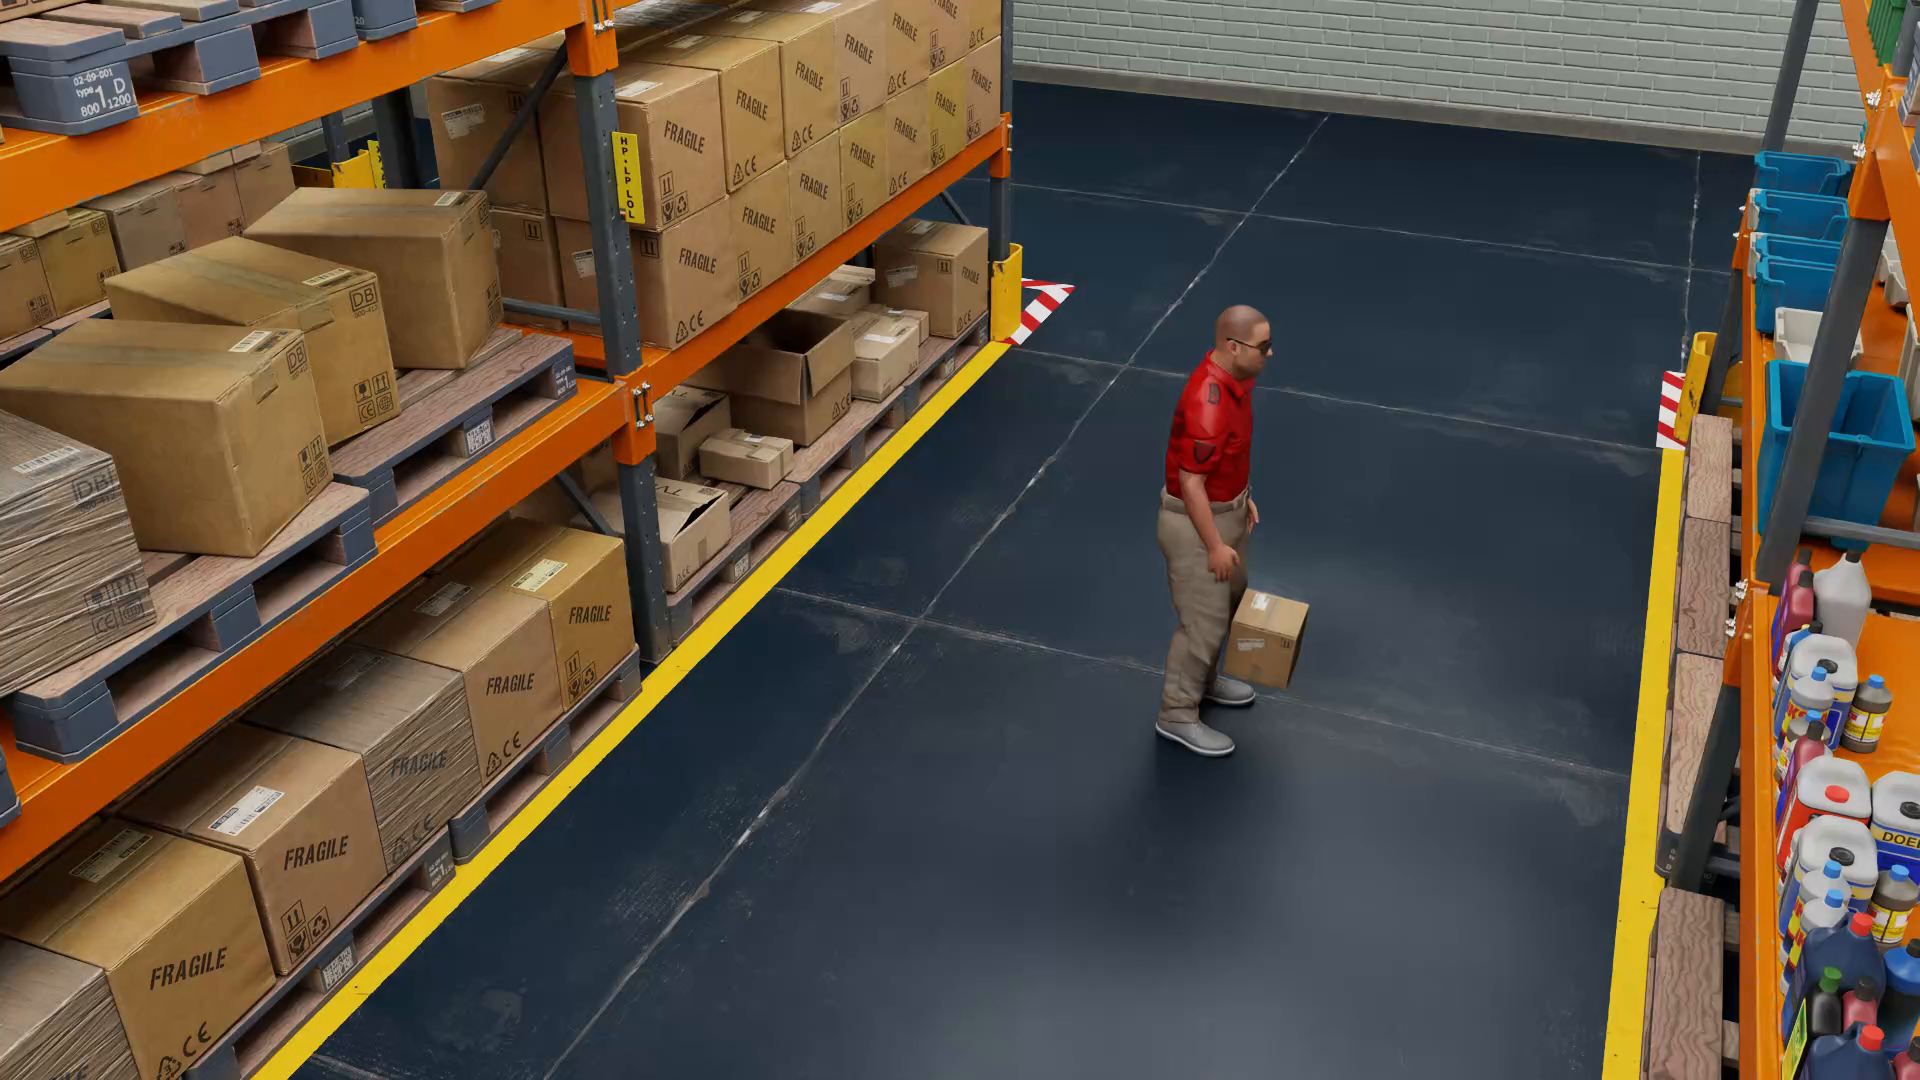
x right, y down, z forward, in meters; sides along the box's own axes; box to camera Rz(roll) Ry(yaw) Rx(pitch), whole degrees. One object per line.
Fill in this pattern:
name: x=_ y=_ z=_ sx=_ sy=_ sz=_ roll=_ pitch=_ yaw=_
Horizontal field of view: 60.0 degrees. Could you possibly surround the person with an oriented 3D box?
person: x=0.956 y=-0.062 z=6.248 sx=0.396 sy=1.729 sz=0.566 roll=10 pitch=31 yaw=18
